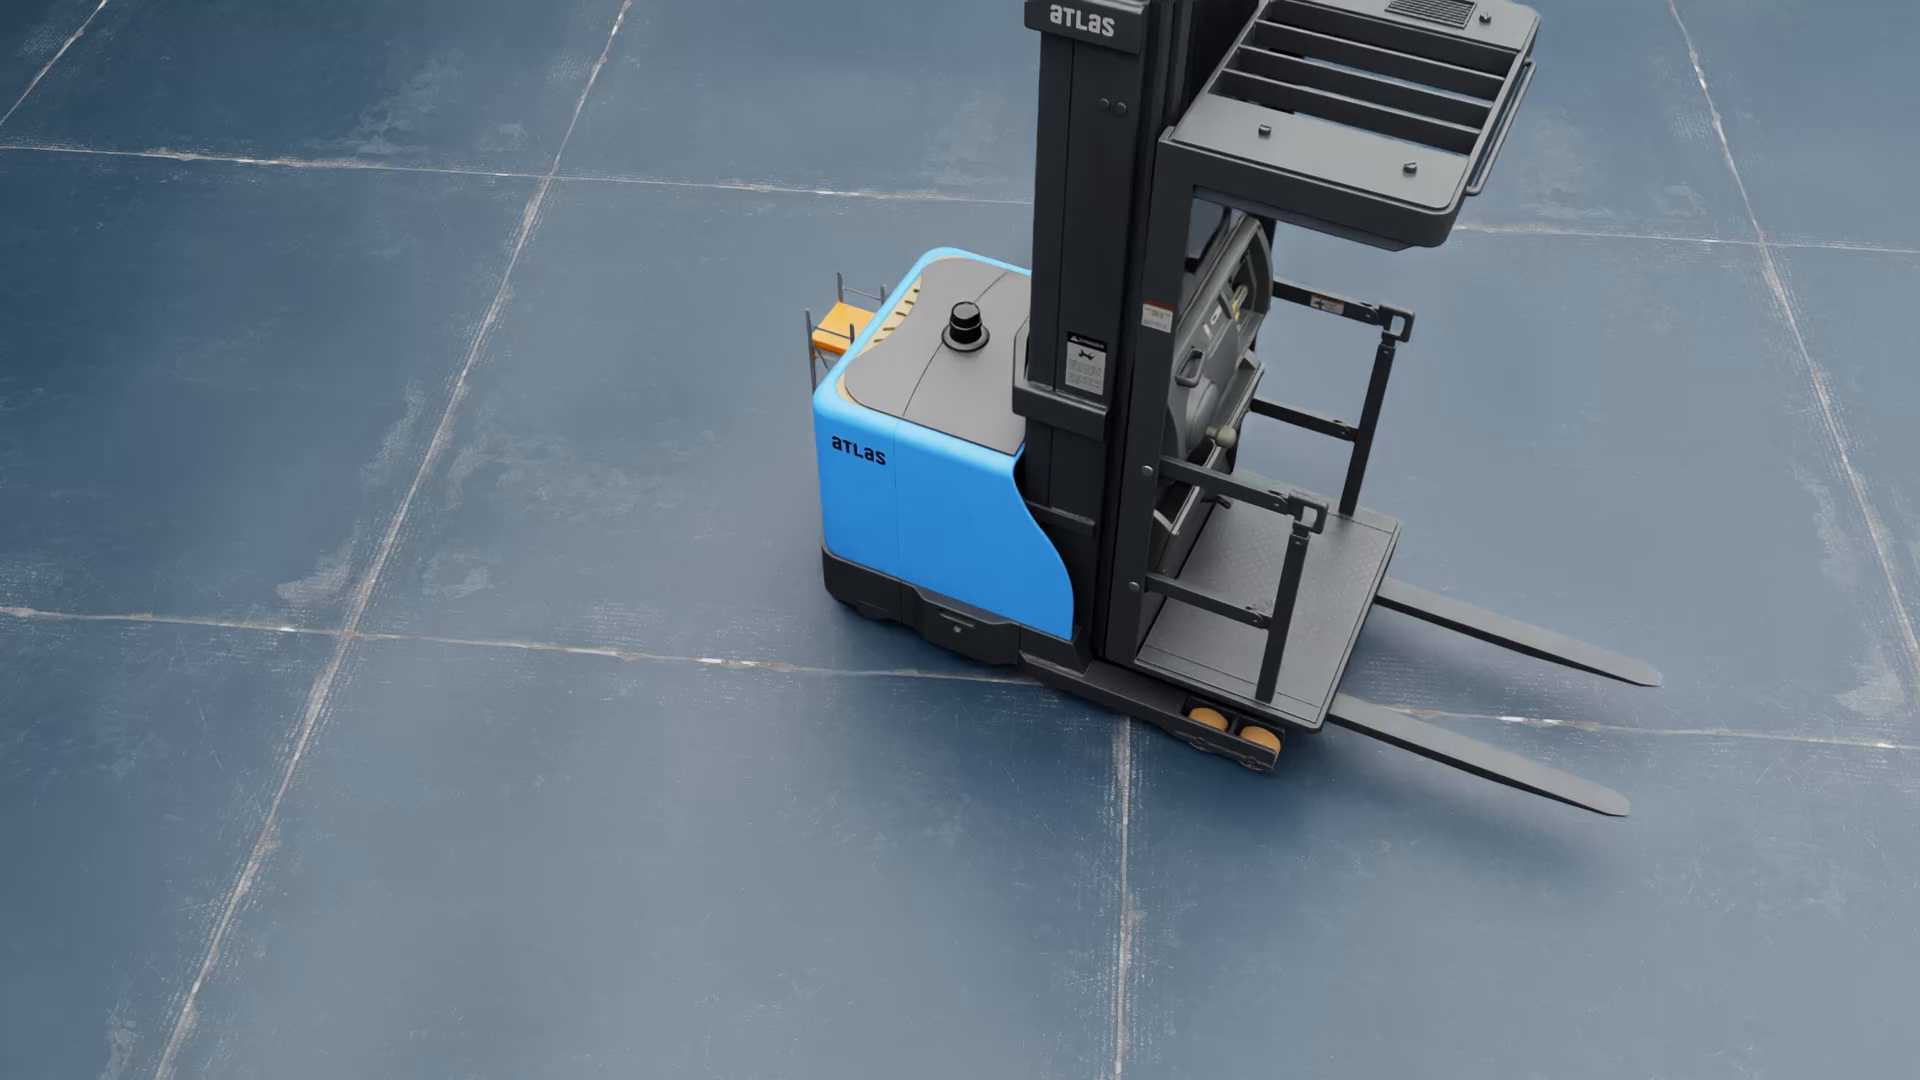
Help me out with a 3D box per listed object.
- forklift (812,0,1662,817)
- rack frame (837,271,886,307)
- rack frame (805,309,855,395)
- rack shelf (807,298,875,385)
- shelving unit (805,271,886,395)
[{"bbox_3d":[1.027,-0.611,5.323,3.031,2.935,1.130,19,50,17],"label":"forklift"},{"bbox_3d":[-0.371,-0.622,6.607,0.200,1.050,0.008,19,50,17],"label":"rack frame"},{"bbox_3d":[-0.476,-0.460,6.459,0.200,1.050,0.008,19,50,17],"label":"rack frame"},{"bbox_3d":[-0.424,-0.725,6.332,0.215,0.259,0.240,19,50,17],"label":"rack shelf"},{"bbox_3d":[-0.424,-0.541,6.533,0.215,1.050,0.252,19,50,17],"label":"shelving unit"}]
